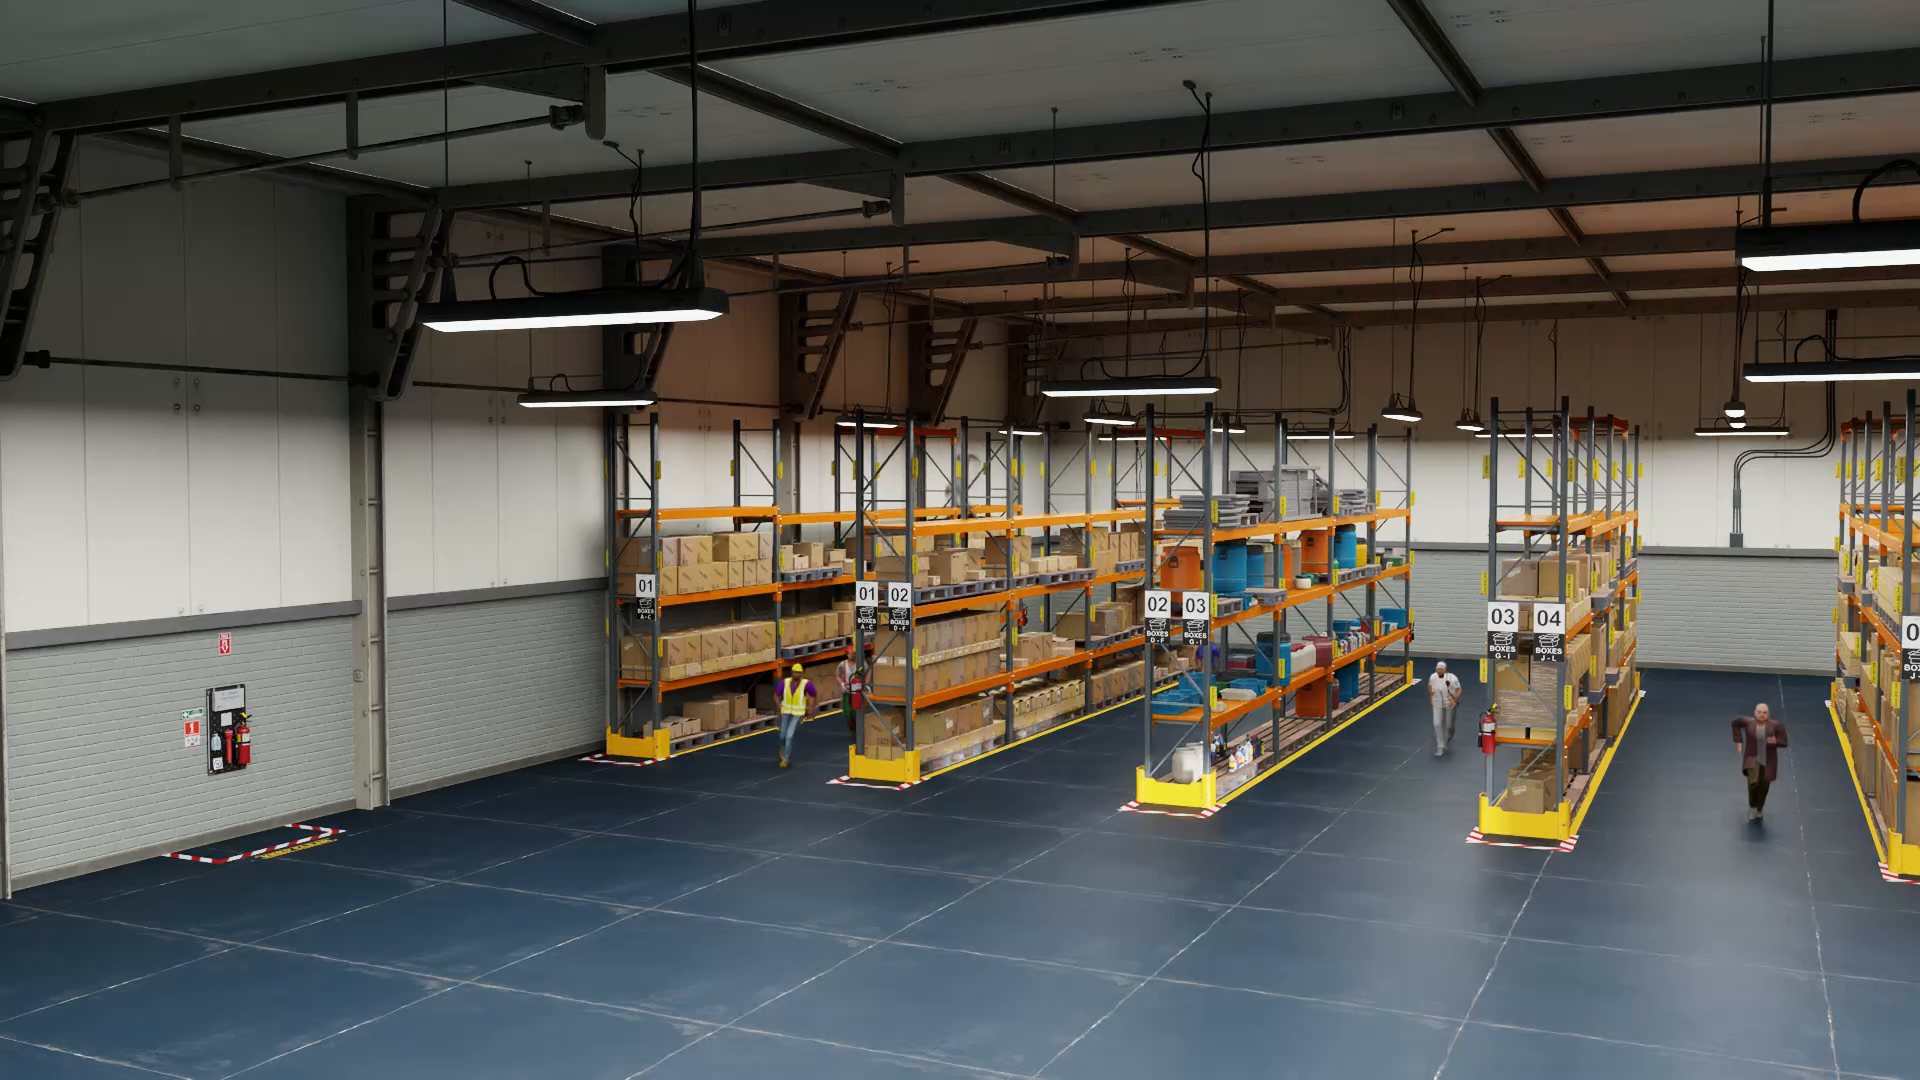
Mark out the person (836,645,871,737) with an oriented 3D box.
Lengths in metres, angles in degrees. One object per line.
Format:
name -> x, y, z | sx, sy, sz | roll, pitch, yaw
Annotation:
person -> -1.988, 2.826, 30.909 | 0.661, 1.735, 0.642 | 0, 2, 1

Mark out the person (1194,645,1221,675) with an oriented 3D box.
person -> 5.183, 2.765, 34.717 | 0.594, 1.629, 0.700 | 1, 3, 20

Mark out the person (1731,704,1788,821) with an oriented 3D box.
person -> 11.274, 3.139, 23.461 | 0.690, 1.706, 0.951 | 1, 3, 19

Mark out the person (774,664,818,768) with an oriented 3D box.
person -> -2.794, 2.962, 28.306 | 0.760, 1.741, 0.758 | 0, 2, 4

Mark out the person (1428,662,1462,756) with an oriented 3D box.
person -> 8.587, 2.968, 29.506 | 0.584, 1.666, 0.968 | 1, 3, 26
